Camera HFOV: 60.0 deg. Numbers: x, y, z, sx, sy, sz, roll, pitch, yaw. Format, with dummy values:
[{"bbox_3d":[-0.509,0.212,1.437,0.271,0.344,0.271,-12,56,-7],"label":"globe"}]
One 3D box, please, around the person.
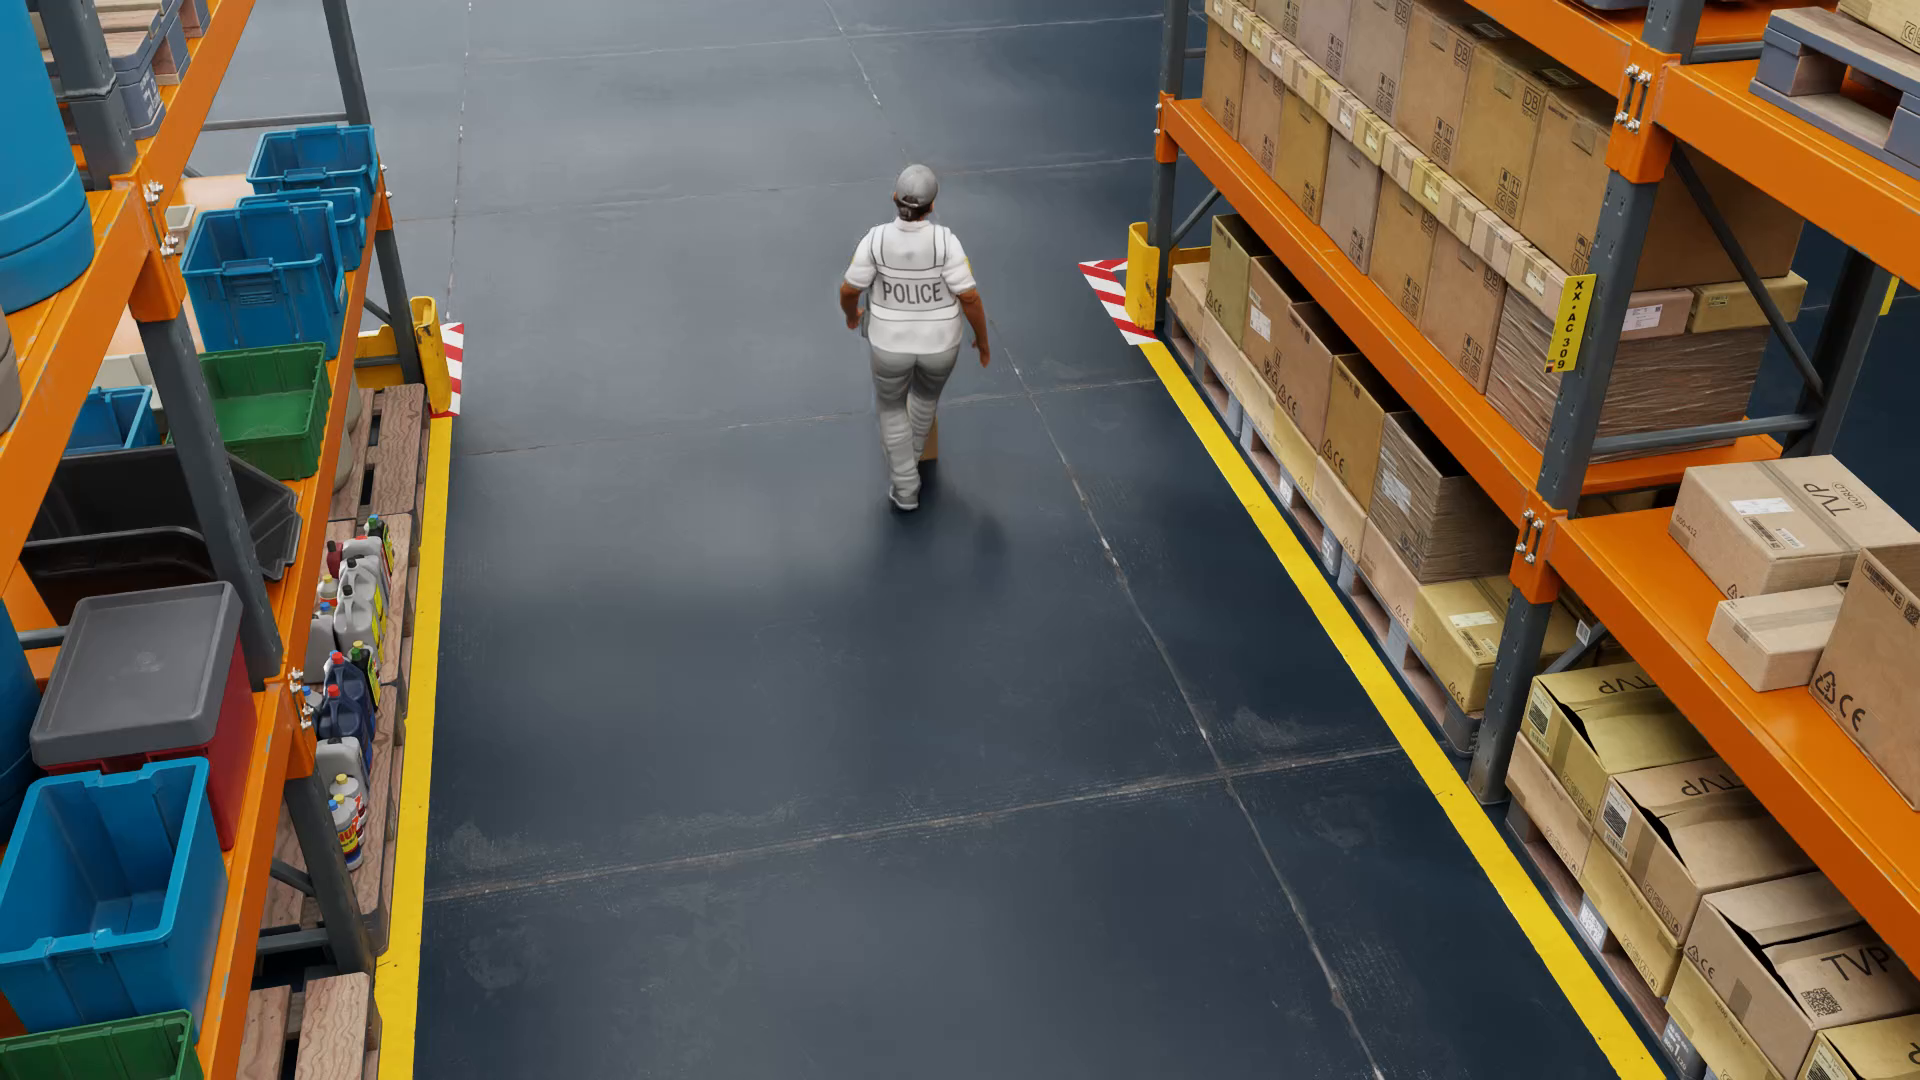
[{"bbox_3d":[-0.211,-0.906,7.529,0.655,1.726,0.563,-4,35,-6],"label":"person"}]
